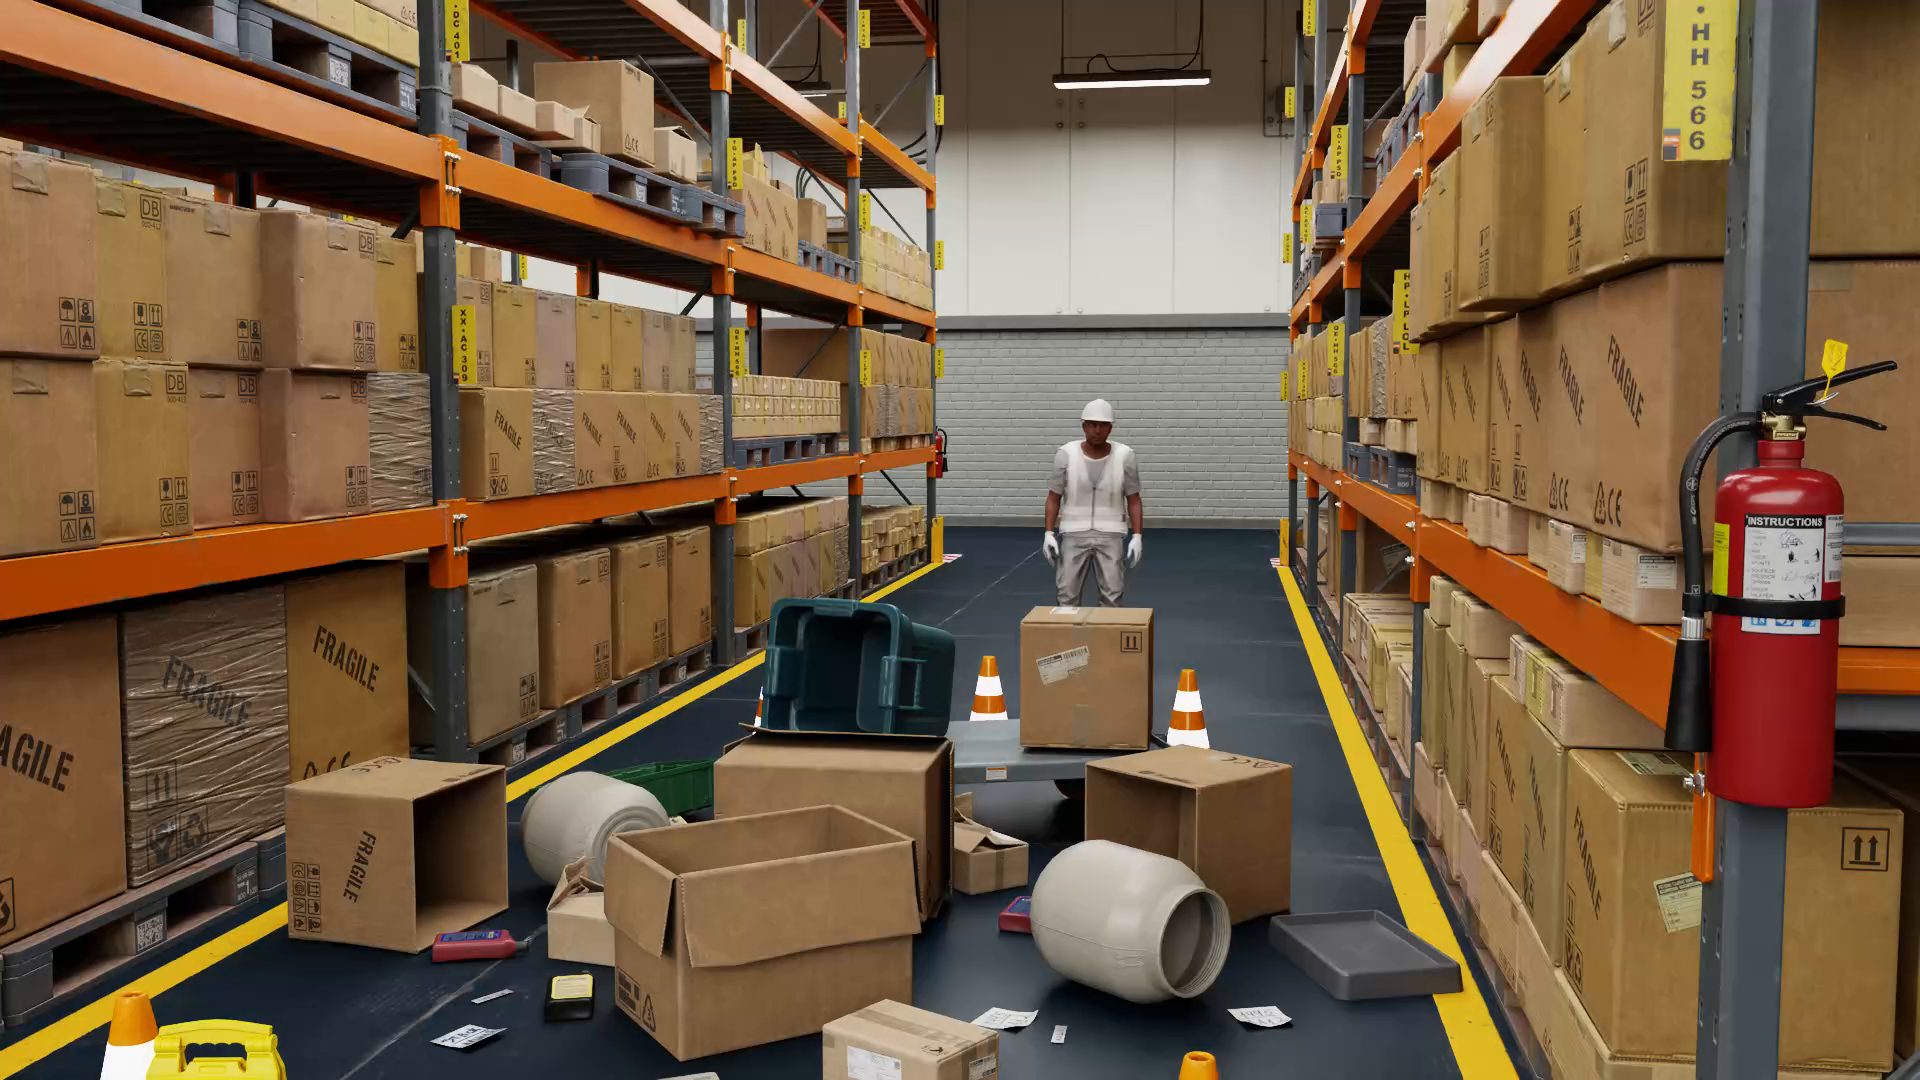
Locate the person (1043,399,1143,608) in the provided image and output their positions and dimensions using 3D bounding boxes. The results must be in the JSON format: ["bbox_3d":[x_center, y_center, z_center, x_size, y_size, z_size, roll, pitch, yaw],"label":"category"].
[{"bbox_3d":[0.834,0.007,10.419,0.625,1.773,0.452,0,4,5],"label":"person"}]
